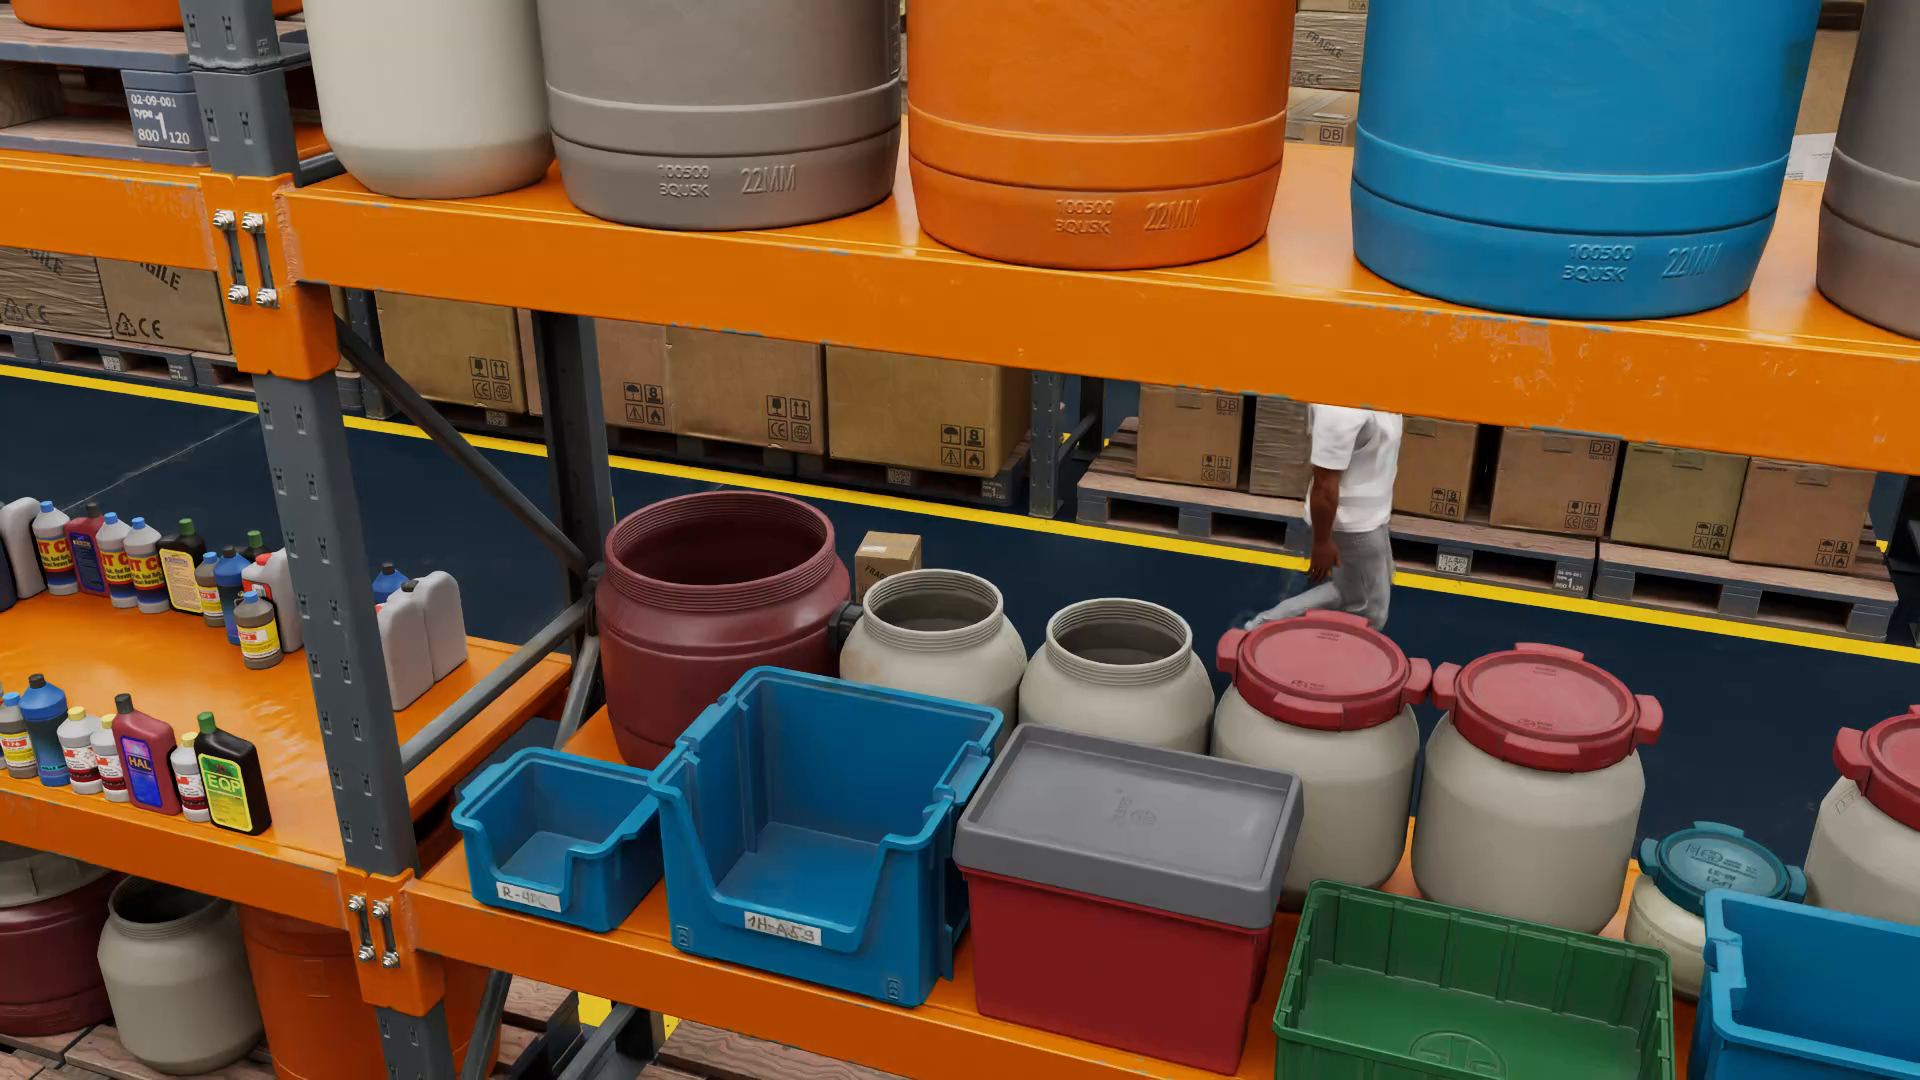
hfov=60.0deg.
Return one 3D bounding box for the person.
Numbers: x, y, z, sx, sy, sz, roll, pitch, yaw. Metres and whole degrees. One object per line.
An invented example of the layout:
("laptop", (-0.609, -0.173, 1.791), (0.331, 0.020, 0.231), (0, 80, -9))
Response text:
("person", (1.424, -0.107, 6.251), (0.649, 1.751, 0.584), (7, 27, 15))
